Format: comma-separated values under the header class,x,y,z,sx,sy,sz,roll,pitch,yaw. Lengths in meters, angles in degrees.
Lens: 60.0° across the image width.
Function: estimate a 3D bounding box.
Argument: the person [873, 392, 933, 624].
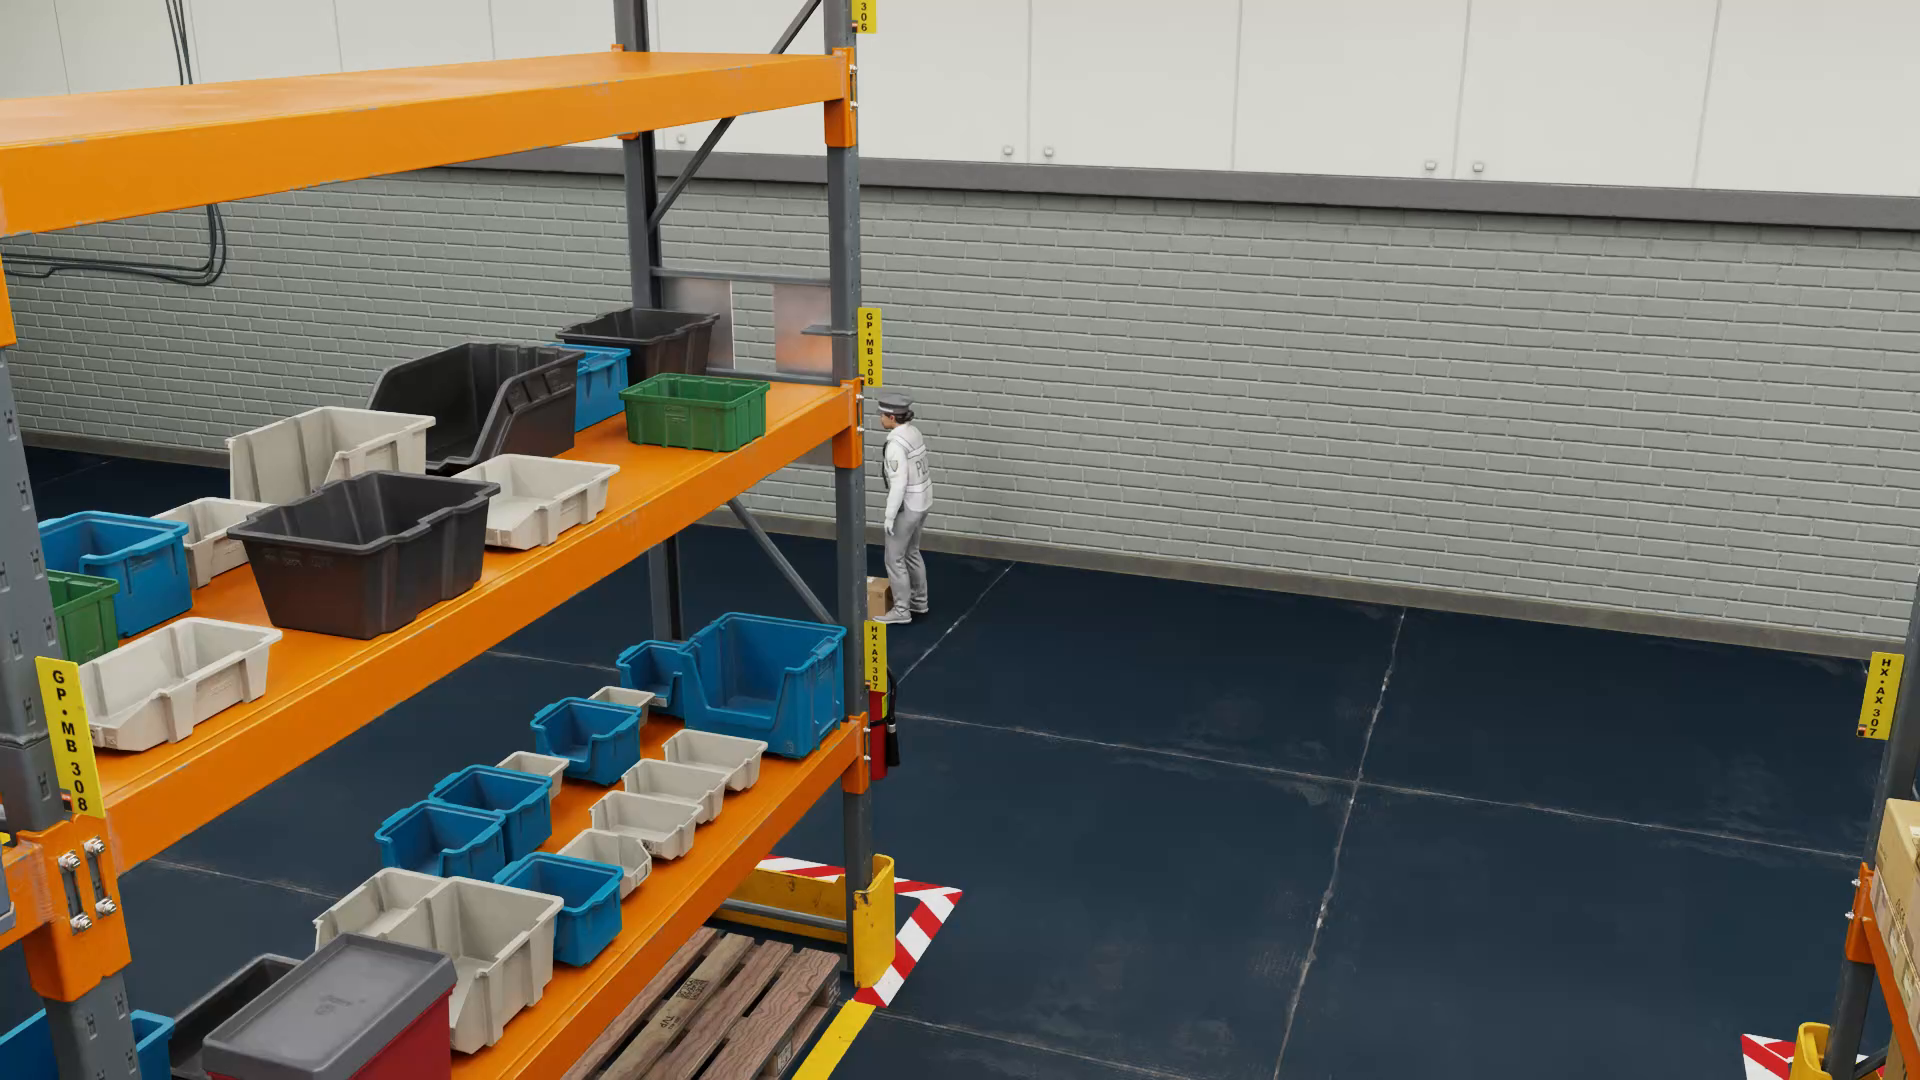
class,x,y,z,sx,sy,sz,roll,pitch,yaw
person,-0.408,-0.218,11.697,0.405,1.663,0.539,6,20,17
